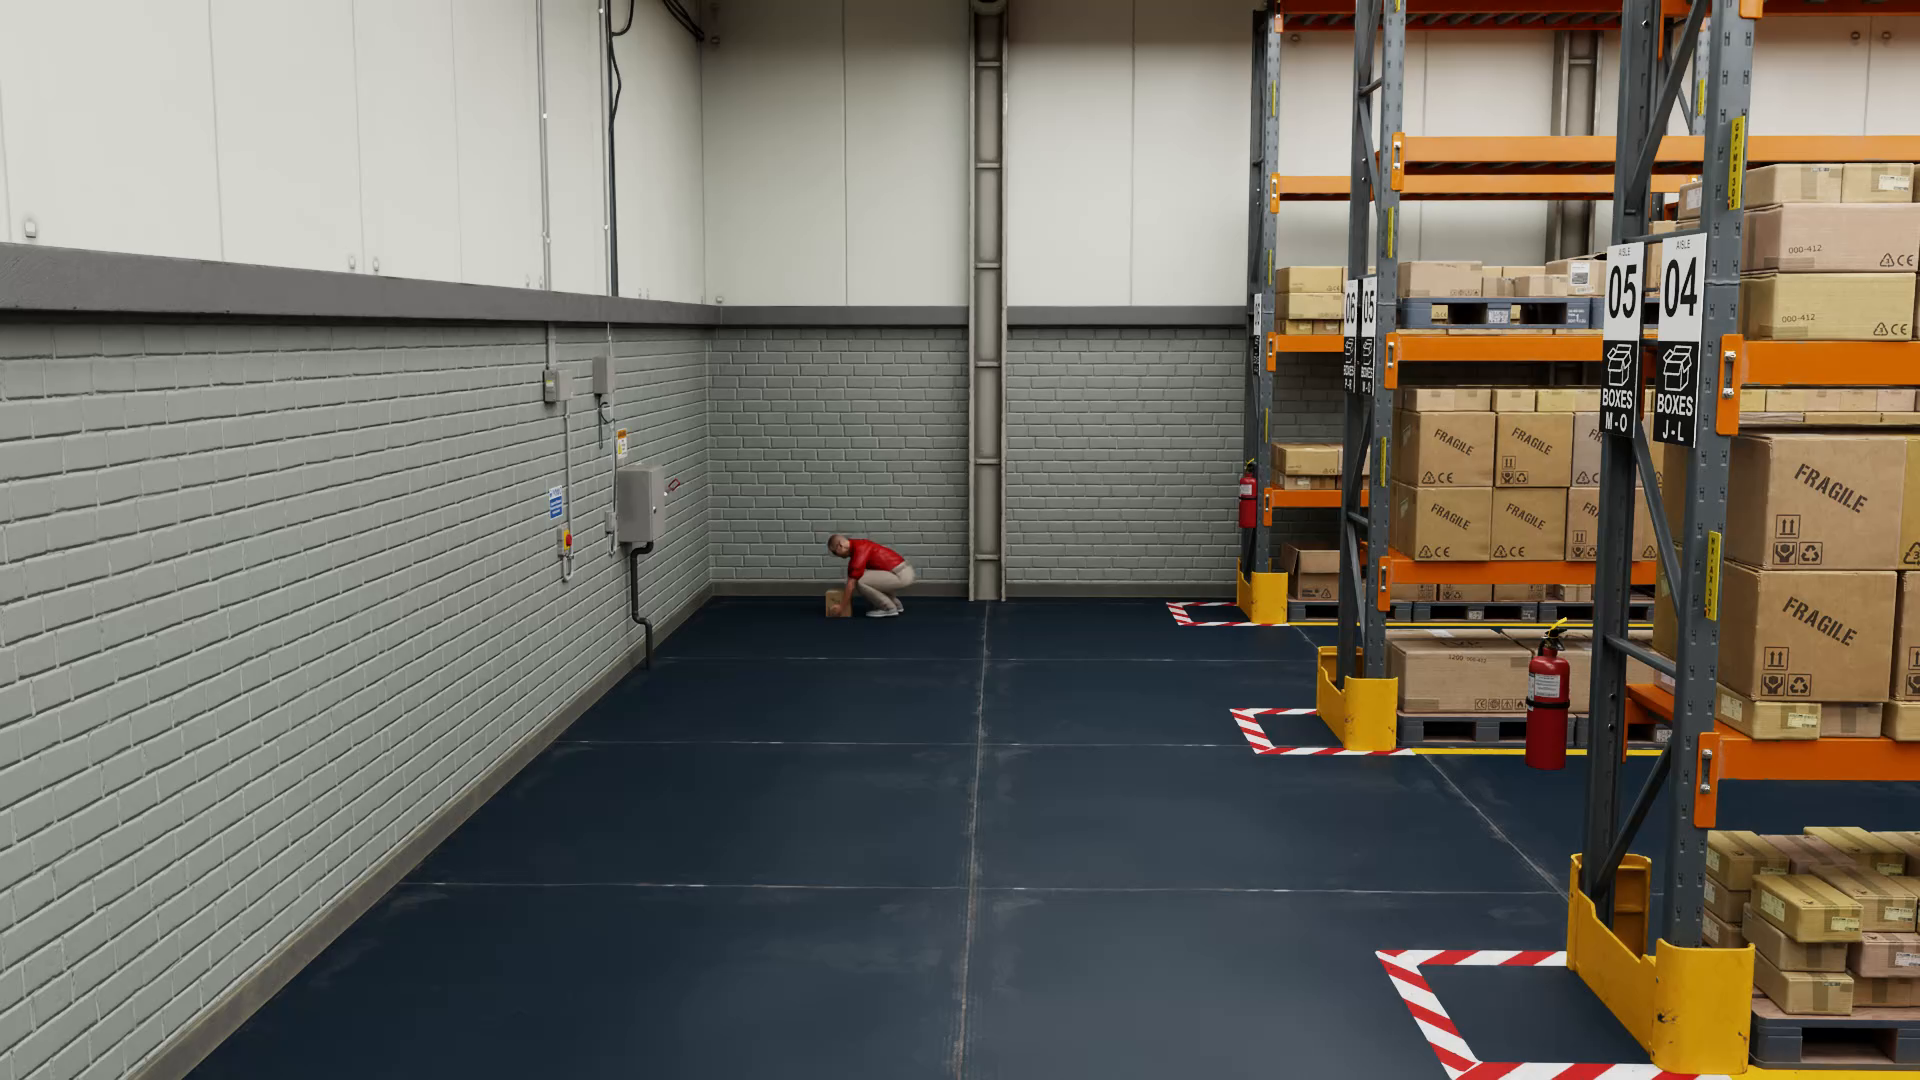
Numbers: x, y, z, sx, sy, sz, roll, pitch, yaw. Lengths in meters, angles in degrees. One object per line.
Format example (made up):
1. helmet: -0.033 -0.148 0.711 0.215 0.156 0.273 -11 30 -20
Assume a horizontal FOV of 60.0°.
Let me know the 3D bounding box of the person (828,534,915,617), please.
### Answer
1. person: -0.886 0.360 16.688 0.864 0.859 0.552 0 7 1
